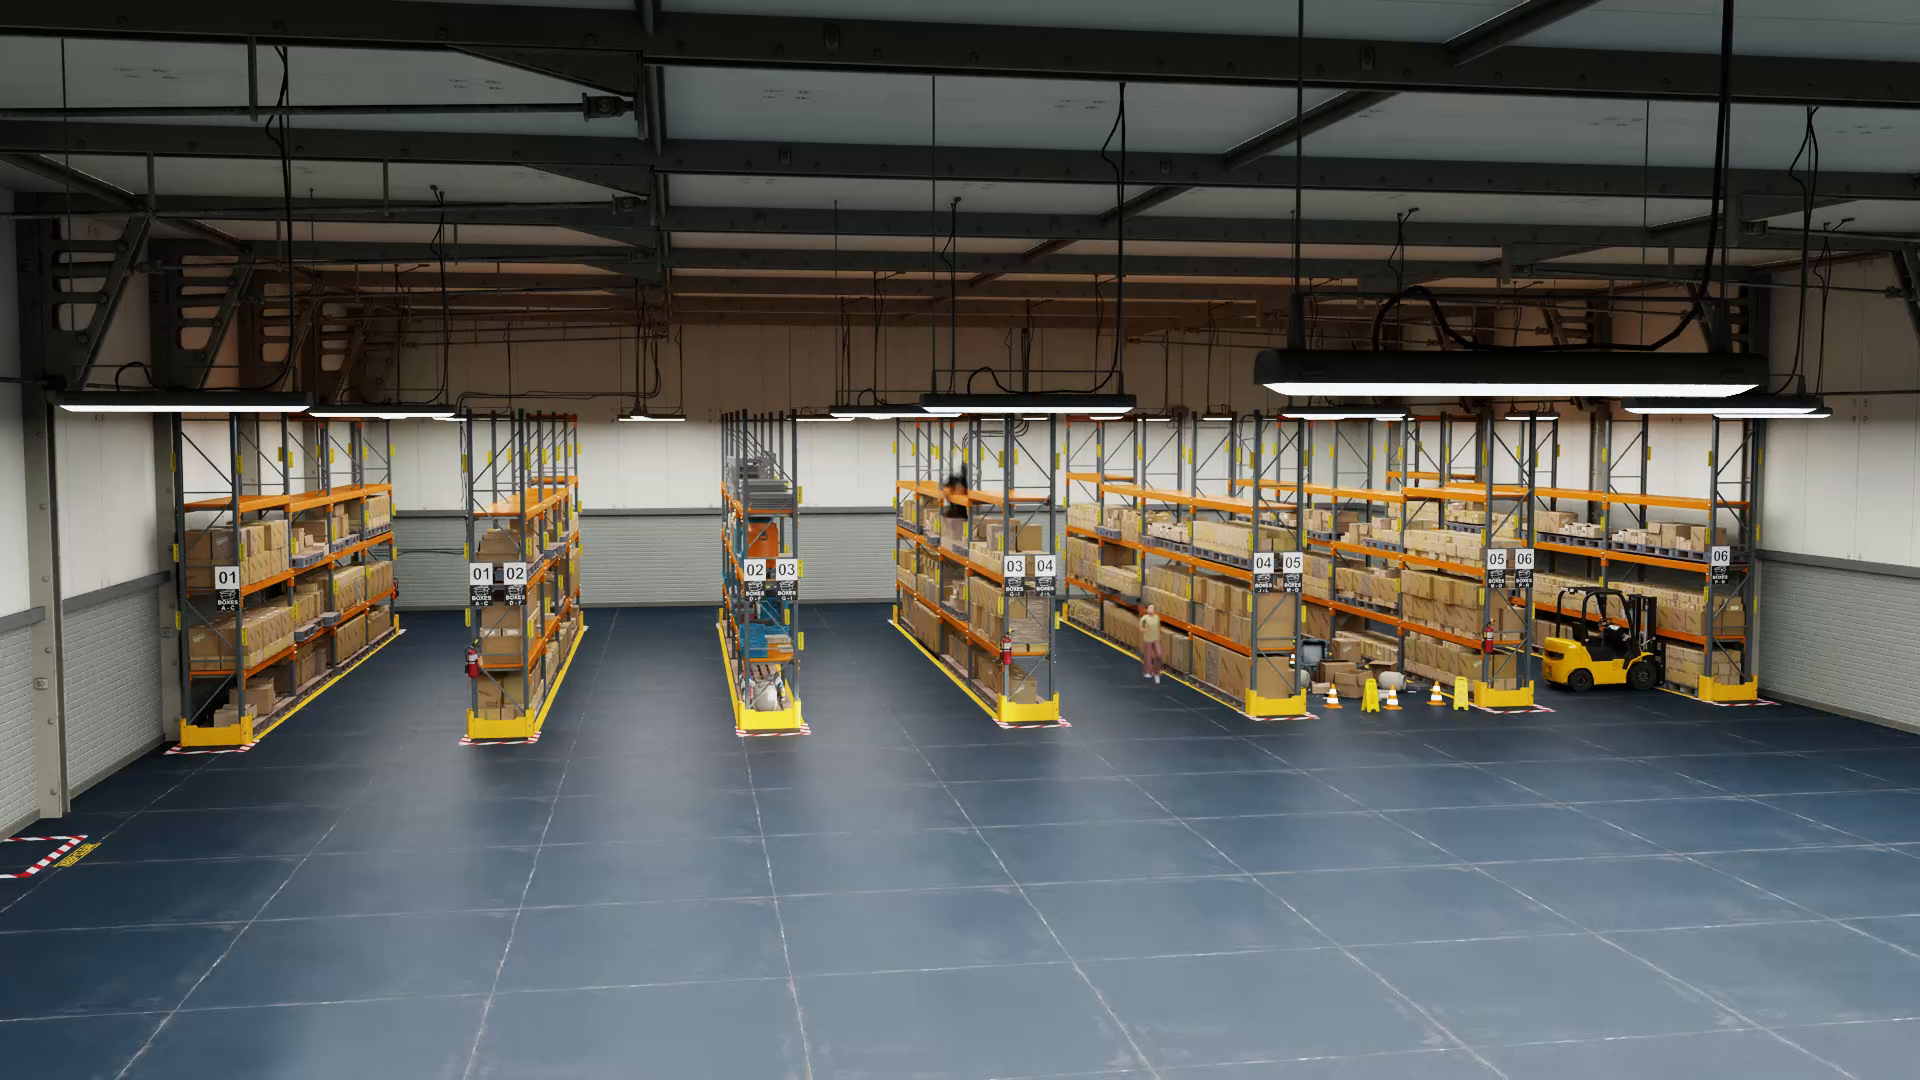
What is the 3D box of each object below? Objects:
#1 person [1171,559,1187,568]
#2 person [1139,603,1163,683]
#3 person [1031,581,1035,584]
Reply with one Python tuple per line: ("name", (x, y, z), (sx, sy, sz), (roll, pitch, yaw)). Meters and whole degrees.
("person", (6.700, 1.379, 50.502), (0.922, 1.653, 0.737), (0, 4, -4))
("person", (4.083, 2.195, 35.573), (0.556, 1.708, 0.708), (-1, 4, -12))
("person", (2.100, 1.688, 46.546), (0.496, 1.643, 0.790), (0, 4, -4))
